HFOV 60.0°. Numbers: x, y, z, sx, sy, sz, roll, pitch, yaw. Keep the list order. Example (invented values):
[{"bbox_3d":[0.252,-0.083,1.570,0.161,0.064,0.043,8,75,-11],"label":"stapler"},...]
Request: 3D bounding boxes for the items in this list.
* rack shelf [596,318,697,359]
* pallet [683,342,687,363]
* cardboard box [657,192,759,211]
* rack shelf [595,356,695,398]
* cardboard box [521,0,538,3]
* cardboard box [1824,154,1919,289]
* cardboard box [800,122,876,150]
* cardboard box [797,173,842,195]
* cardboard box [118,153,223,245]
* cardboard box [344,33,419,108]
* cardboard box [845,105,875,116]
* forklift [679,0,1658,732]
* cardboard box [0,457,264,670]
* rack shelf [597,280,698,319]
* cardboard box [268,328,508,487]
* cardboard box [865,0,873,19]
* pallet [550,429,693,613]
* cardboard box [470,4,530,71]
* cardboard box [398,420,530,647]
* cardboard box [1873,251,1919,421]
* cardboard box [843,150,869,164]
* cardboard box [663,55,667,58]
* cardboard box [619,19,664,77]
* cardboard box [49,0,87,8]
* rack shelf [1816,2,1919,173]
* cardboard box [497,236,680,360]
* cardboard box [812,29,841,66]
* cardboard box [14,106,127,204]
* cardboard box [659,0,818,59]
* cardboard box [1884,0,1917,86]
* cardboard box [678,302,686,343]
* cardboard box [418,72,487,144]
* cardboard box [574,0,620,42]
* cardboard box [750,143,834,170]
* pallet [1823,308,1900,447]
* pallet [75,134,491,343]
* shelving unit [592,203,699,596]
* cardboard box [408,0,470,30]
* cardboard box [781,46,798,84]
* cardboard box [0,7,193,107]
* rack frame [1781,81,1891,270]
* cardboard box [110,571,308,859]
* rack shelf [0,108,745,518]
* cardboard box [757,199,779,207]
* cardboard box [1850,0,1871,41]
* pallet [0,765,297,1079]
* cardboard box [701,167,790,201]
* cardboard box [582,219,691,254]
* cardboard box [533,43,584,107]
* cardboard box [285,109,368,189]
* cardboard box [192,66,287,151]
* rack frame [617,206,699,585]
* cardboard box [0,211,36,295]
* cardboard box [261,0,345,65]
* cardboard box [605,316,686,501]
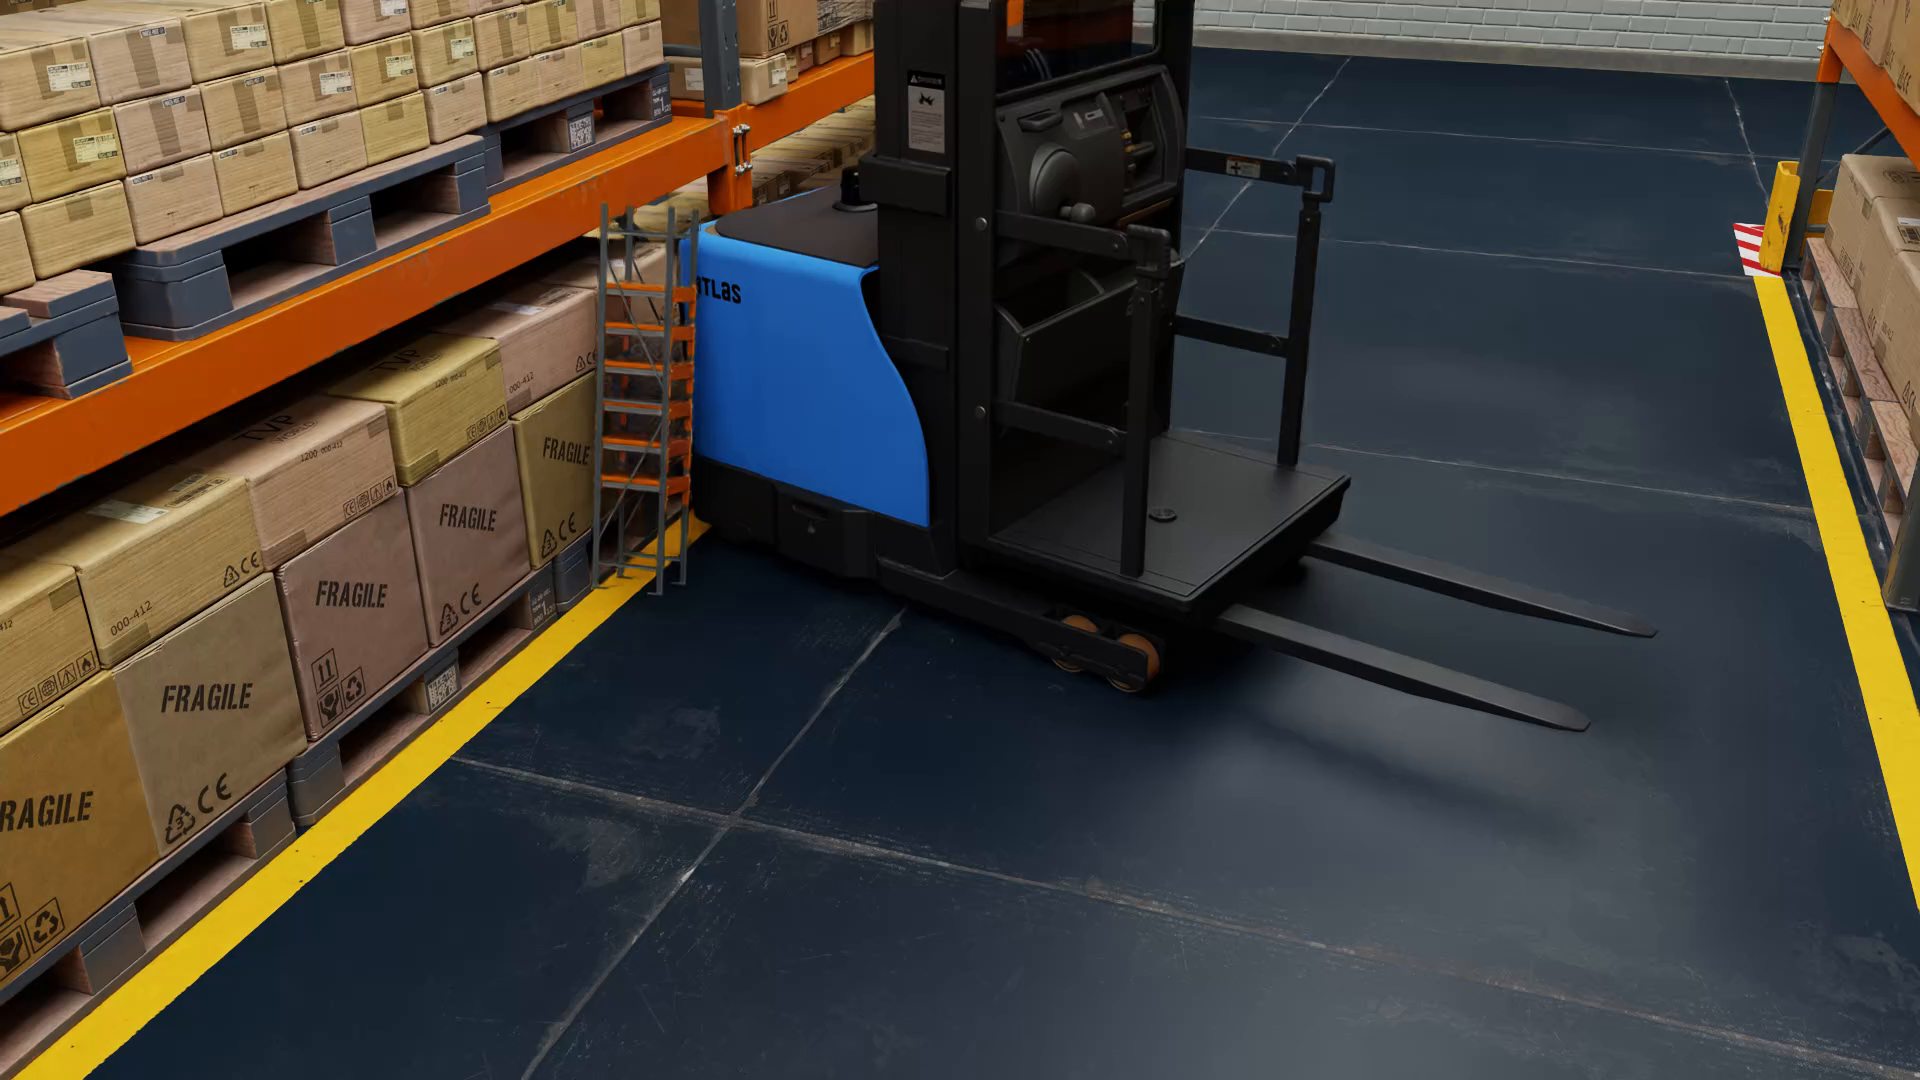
[{"bbox_3d":[-0.981,-0.633,5.207,0.258,0.103,0.180,6,10,13],"label":"rack shelf"},{"bbox_3d":[-1.075,-0.782,7.123,1.003,0.211,1.213,9,27,17],"label":"pallet"},{"bbox_3d":[-1.109,-1.423,7.353,0.380,0.149,0.250,10,27,19],"label":"cardboard box"},{"bbox_3d":[-0.989,-0.515,5.228,0.258,0.103,0.180,6,10,13],"label":"rack shelf"},{"bbox_3d":[-1.391,-1.690,4.922,0.380,0.149,0.250,8,27,16],"label":"cardboard box"},{"bbox_3d":[4.642,-1.473,7.809,0.875,0.438,0.875,8,27,16],"label":"cardboard box"},{"bbox_3d":[-0.616,-2.078,8.706,0.380,0.149,0.250,7,27,15],"label":"cardboard box"},{"bbox_3d":[-0.530,-1.584,7.686,0.380,0.149,0.250,8,27,15],"label":"cardboard box"},{"bbox_3d":[-1.904,-0.785,3.735,0.380,0.149,0.250,10,27,19],"label":"cardboard box"},{"bbox_3d":[-1.647,-1.231,4.316,0.380,0.149,0.250,9,27,18],"label":"cardboard box"},{"bbox_3d":[-0.407,-2.276,9.117,0.380,0.149,0.250,9,27,18],"label":"cardboard box"},{"bbox_3d":[0.565,-1.139,4.740,3.031,2.935,1.130,18,31,32],"label":"forklift"},{"bbox_3d":[-1.970,0.030,3.772,0.500,0.250,0.500,8,27,17],"label":"cardboard box"},{"bbox_3d":[-0.974,-0.751,5.187,0.258,0.103,0.180,6,10,13],"label":"rack shelf"},{"bbox_3d":[-1.621,-0.386,4.631,0.500,0.250,0.500,8,27,15],"label":"cardboard box"},{"bbox_3d":[-0.503,-2.508,7.031,0.500,0.500,0.500,8,27,16],"label":"cardboard box"},{"bbox_3d":[-1.523,-0.181,5.881,1.003,0.211,1.213,9,27,17],"label":"pallet"},{"bbox_3d":[-1.470,-1.451,4.769,0.380,0.149,0.250,8,27,16],"label":"cardboard box"},{"bbox_3d":[-1.620,-0.058,4.815,0.500,0.500,0.500,8,27,16],"label":"cardboard box"},{"bbox_3d":[4.044,-0.726,6.265,0.875,0.438,0.875,8,27,16],"label":"cardboard box"},{"bbox_3d":[-0.351,-1.791,8.114,0.380,0.149,0.250,8,27,16],"label":"cardboard box"},{"bbox_3d":[-1.263,-2.017,6.762,0.380,0.149,0.250,10,28,19],"label":"cardboard box"},{"bbox_3d":[-1.211,-1.640,5.501,0.380,0.149,0.250,8,27,16],"label":"cardboard box"},{"bbox_3d":[-2.346,-1.362,4.244,0.380,0.149,0.250,10,27,19],"label":"cardboard box"},{"bbox_3d":[4.102,-1.578,6.392,1.077,0.370,4.000,9,27,17],"label":"rack shelf"},{"bbox_3d":[-1.275,-0.815,5.516,0.500,0.250,0.500,8,27,16],"label":"cardboard box"},{"bbox_3d":[-0.711,-2.057,6.844,0.380,0.149,0.250,8,27,15],"label":"cardboard box"},{"bbox_3d":[-1.988,-0.817,3.460,0.380,0.149,0.250,9,27,18],"label":"cardboard box"},{"bbox_3d":[-0.863,-2.102,6.193,0.500,0.500,0.500,8,27,16],"label":"cardboard box"},{"bbox_3d":[3.858,-1.986,6.295,0.500,0.500,0.500,10,27,19],"label":"cardboard box"},{"bbox_3d":[-1.291,-0.967,7.094,0.380,0.149,0.250,10,27,19],"label":"cardboard box"},{"bbox_3d":[-1.552,-1.213,4.619,0.380,0.149,0.250,8,27,15],"label":"cardboard box"},{"bbox_3d":[-1.298,-1.665,5.212,0.380,0.149,0.250,9,27,18],"label":"cardboard box"},{"bbox_3d":[-0.848,-1.864,8.264,0.380,0.149,0.250,9,27,18],"label":"cardboard box"},{"bbox_3d":[4.168,-0.629,6.806,1.003,0.211,1.213,9,27,17],"label":"pallet"},{"bbox_3d":[-1.976,-0.845,4.274,1.003,0.211,1.213,9,27,17],"label":"pallet"},{"bbox_3d":[-0.993,-0.441,5.241,0.258,1.200,0.189,6,10,13],"label":"shelving unit"},{"bbox_3d":[-1.563,-1.481,4.491,0.380,0.149,0.250,8,27,16],"label":"cardboard box"},{"bbox_3d":[-0.846,-1.829,6.373,0.380,0.149,0.250,10,27,19],"label":"cardboard box"},{"bbox_3d":[-1.910,-1.049,3.598,0.380,0.149,0.250,10,28,20],"label":"cardboard box"},{"bbox_3d":[4.767,-2.723,7.933,1.000,3.000,0.127,9,27,17],"label":"rack frame"},{"bbox_3d":[-1.956,0.363,3.944,0.500,0.500,0.500,9,27,18],"label":"cardboard box"},{"bbox_3d":[-1.931,-0.610,4.394,1.077,0.370,4.000,9,27,17],"label":"rack shelf"},{"bbox_3d":[-0.705,-1.367,7.238,0.380,0.149,0.250,8,27,16],"label":"cardboard box"},{"bbox_3d":[4.195,-2.401,7.152,0.500,0.500,0.500,8,27,17],"label":"cardboard box"},{"bbox_3d":[-2.335,0.822,3.810,1.003,0.211,1.213,9,27,17],"label":"pallet"},{"bbox_3d":[-1.027,-1.660,7.843,0.380,0.149,0.250,8,27,16],"label":"cardboard box"},{"bbox_3d":[-1.345,-1.224,6.943,0.380,0.149,0.250,9,27,18],"label":"cardboard box"},{"bbox_3d":[-1.381,-1.431,5.070,0.380,0.149,0.250,9,27,17],"label":"cardboard box"},{"bbox_3d":[-1.730,-0.994,4.168,0.380,0.149,0.250,8,27,16],"label":"cardboard box"},{"bbox_3d":[-1.819,-1.021,3.881,0.380,0.149,0.250,8,27,17],"label":"cardboard box"},{"bbox_3d":[-0.971,-0.455,5.329,0.240,1.200,0.006,6,10,13],"label":"rack frame"},{"bbox_3d":[-2.078,-0.564,3.279,0.380,0.149,0.250,10,28,20],"label":"cardboard box"},{"bbox_3d":[-1.737,-1.260,4.034,0.380,0.149,0.250,8,27,17],"label":"cardboard box"},{"bbox_3d":[-1.274,-0.479,5.684,0.500,0.500,0.500,8,27,16],"label":"cardboard box"}]
